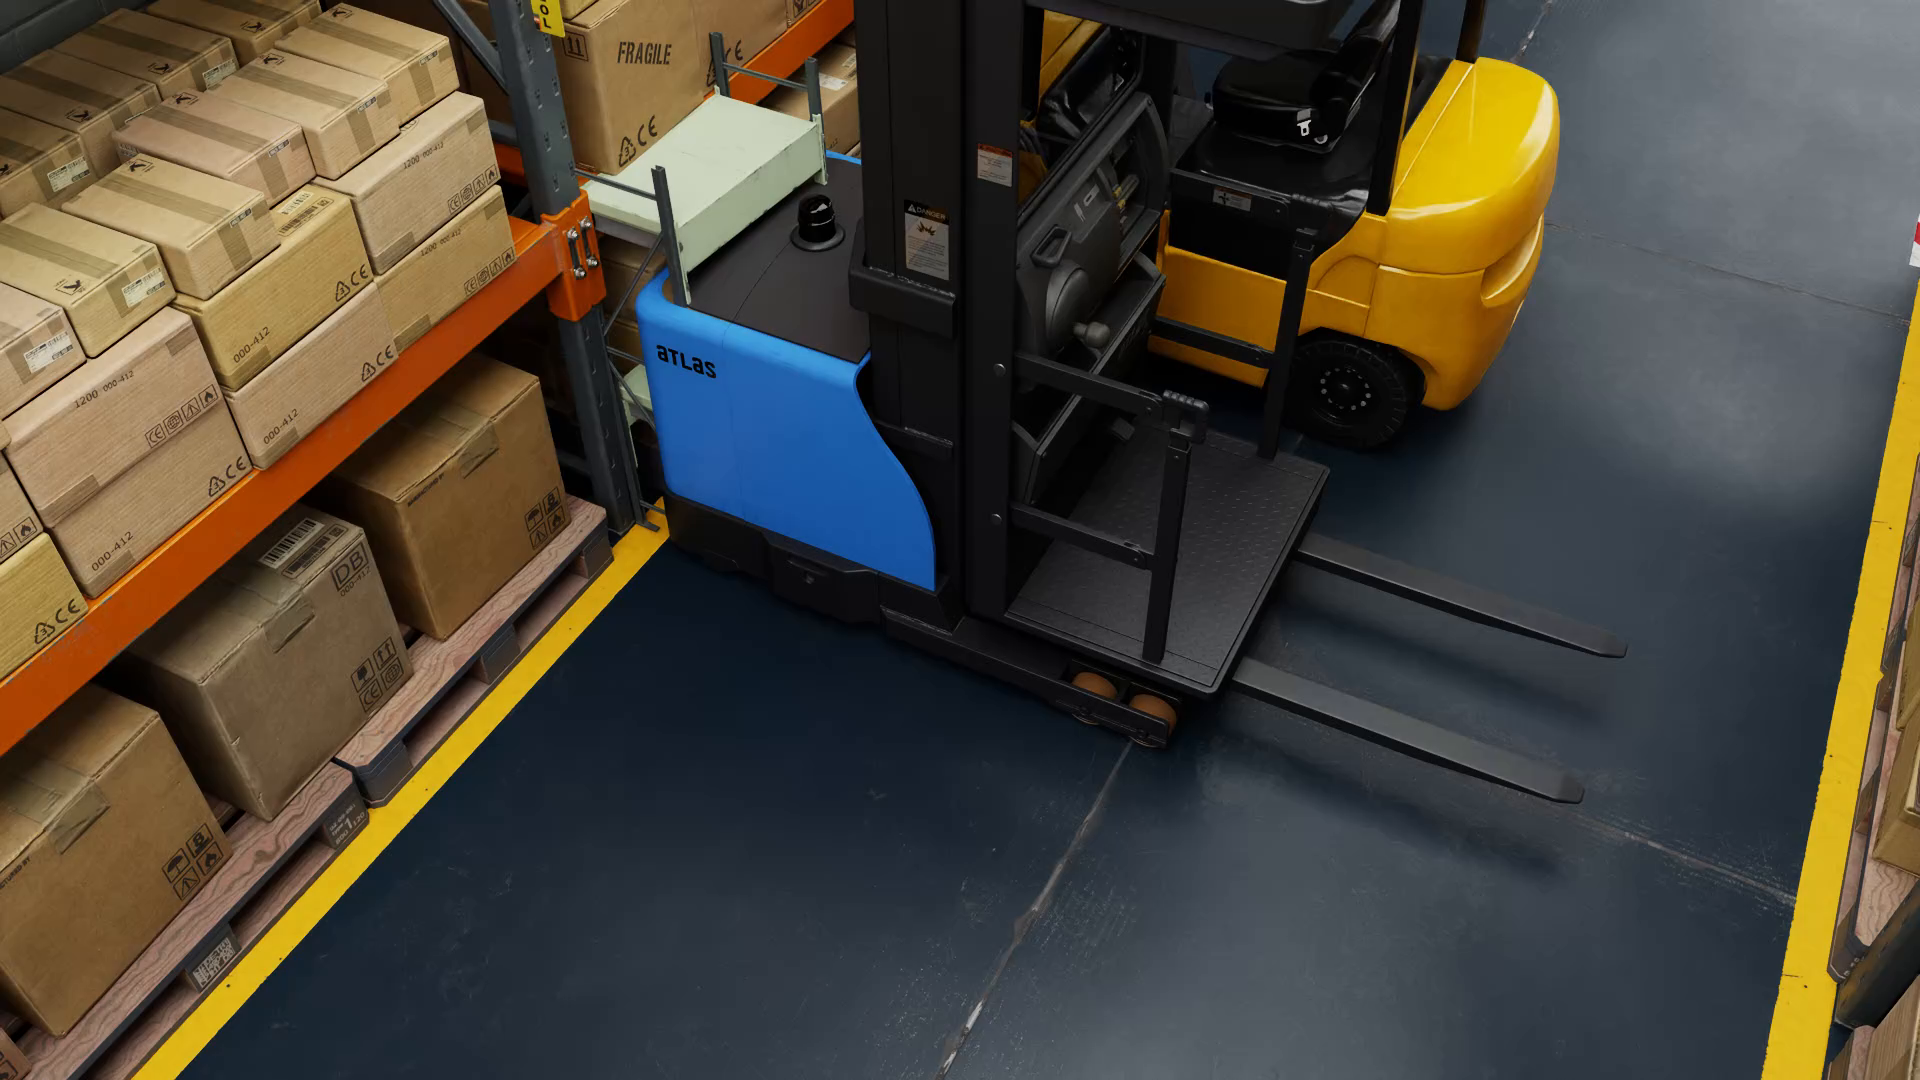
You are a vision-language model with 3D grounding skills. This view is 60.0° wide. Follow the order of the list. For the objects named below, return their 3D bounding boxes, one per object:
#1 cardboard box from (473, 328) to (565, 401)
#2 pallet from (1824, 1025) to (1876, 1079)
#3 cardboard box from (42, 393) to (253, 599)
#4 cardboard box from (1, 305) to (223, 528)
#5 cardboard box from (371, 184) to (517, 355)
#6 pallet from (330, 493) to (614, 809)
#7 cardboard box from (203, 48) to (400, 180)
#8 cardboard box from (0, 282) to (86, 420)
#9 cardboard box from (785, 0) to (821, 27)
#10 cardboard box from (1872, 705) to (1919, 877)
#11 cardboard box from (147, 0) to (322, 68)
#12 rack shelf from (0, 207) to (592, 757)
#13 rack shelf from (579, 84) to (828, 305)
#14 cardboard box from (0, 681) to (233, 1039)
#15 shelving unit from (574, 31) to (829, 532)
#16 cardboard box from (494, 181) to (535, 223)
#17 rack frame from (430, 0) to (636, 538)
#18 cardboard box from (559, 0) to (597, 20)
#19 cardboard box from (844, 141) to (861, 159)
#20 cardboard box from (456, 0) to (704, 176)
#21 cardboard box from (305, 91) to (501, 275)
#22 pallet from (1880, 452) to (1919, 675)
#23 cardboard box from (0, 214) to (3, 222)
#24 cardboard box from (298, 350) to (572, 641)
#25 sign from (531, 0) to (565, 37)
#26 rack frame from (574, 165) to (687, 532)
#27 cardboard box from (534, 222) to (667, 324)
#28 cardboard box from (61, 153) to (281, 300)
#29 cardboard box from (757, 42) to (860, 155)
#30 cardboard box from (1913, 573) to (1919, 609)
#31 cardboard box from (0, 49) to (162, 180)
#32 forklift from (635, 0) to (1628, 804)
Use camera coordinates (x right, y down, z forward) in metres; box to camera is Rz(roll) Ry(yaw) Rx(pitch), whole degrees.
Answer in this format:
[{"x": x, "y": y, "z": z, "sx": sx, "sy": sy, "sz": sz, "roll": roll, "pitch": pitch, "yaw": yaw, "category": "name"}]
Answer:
[{"x": -1.537, "y": -0.819, "z": 6.089, "sx": 0.500, "sy": 0.250, "sz": 0.500, "roll": 21, "pitch": 49, "yaw": 19, "category": "cardboard box"}, {"x": 2.455, "y": 1.842, "z": 3.781, "sx": 1.003, "sy": 0.211, "sz": 1.213, "roll": 20, "pitch": 49, "yaw": 19, "category": "pallet"}, {"x": -2.072, "y": -0.188, "z": 3.932, "sx": 0.500, "sy": 0.250, "sz": 0.500, "roll": 21, "pitch": 49, "yaw": 19, "category": "cardboard box"}, {"x": -2.060, "y": -0.348, "z": 3.739, "sx": 0.500, "sy": 0.250, "sz": 0.500, "roll": 21, "pitch": 49, "yaw": 20, "category": "cardboard box"}, {"x": -1.586, "y": -0.809, "z": 4.546, "sx": 0.500, "sy": 0.250, "sz": 0.500, "roll": 22, "pitch": 49, "yaw": 20, "category": "cardboard box"}, {"x": -1.891, "y": 0.192, "z": 5.412, "sx": 1.003, "sy": 0.211, "sz": 1.213, "roll": 20, "pitch": 49, "yaw": 19, "category": "pallet"}, {"x": -1.649, "y": -1.072, "z": 4.174, "sx": 0.380, "sy": 0.149, "sz": 0.250, "roll": 20, "pitch": 49, "yaw": 18, "category": "cardboard box"}, {"x": -2.112, "y": -0.426, "z": 3.535, "sx": 0.380, "sy": 0.149, "sz": 0.250, "roll": 21, "pitch": 49, "yaw": 19, "category": "cardboard box"}, {"x": -0.685, "y": -2.147, "z": 5.693, "sx": 0.500, "sy": 0.500, "sz": 0.500, "roll": 20, "pitch": 49, "yaw": 19, "category": "cardboard box"}, {"x": 2.851, "y": 0.729, "z": 4.559, "sx": 0.500, "sy": 0.250, "sz": 0.500, "roll": 23, "pitch": 50, "yaw": 21, "category": "cardboard box"}, {"x": -1.937, "y": -1.378, "z": 4.477, "sx": 0.380, "sy": 0.149, "sz": 0.250, "roll": 19, "pitch": 48, "yaw": 18, "category": "cardboard box"}, {"x": -2.512, "y": 0.247, "z": 3.903, "sx": 1.077, "sy": 0.370, "sz": 4.000, "roll": 20, "pitch": 49, "yaw": 19, "category": "rack shelf"}, {"x": -0.792, "y": -1.048, "z": 5.163, "sx": 0.431, "sy": 0.370, "sz": 0.720, "roll": 22, "pitch": 48, "yaw": 24, "category": "rack shelf"}, {"x": -2.530, "y": 0.714, "z": 4.309, "sx": 0.875, "sy": 0.625, "sz": 0.625, "roll": 19, "pitch": 48, "yaw": 17, "category": "cardboard box"}, {"x": -0.781, "y": -0.762, "z": 5.428, "sx": 0.431, "sy": 1.500, "sz": 0.755, "roll": 22, "pitch": 48, "yaw": 24, "category": "shelving unit"}, {"x": -1.526, "y": -1.172, "z": 5.734, "sx": 0.500, "sy": 0.250, "sz": 0.500, "roll": 21, "pitch": 49, "yaw": 20, "category": "cardboard box"}, {"x": -1.584, "y": -1.266, "z": 4.892, "sx": 1.000, "sy": 3.000, "sz": 0.127, "roll": 20, "pitch": 49, "yaw": 19, "category": "rack frame"}, {"x": -1.203, "y": -1.643, "z": 4.738, "sx": 0.380, "sy": 0.149, "sz": 0.250, "roll": 20, "pitch": 49, "yaw": 18, "category": "cardboard box"}, {"x": -0.610, "y": -1.456, "z": 6.367, "sx": 0.500, "sy": 0.250, "sz": 0.500, "roll": 20, "pitch": 49, "yaw": 19, "category": "cardboard box"}, {"x": -1.146, "y": -1.494, "z": 5.047, "sx": 0.500, "sy": 0.500, "sz": 0.500, "roll": 19, "pitch": 48, "yaw": 18, "category": "cardboard box"}, {"x": -1.585, "y": -0.995, "z": 4.378, "sx": 0.500, "sy": 0.250, "sz": 0.500, "roll": 19, "pitch": 48, "yaw": 18, "category": "cardboard box"}, {"x": 3.660, "y": 0.145, "z": 5.458, "sx": 1.003, "sy": 0.211, "sz": 1.213, "roll": 20, "pitch": 49, "yaw": 19, "category": "pallet"}, {"x": -2.463, "y": -0.753, "z": 3.859, "sx": 0.380, "sy": 0.149, "sz": 0.250, "roll": 20, "pitch": 49, "yaw": 19, "category": "cardboard box"}, {"x": -1.816, "y": -0.246, "z": 5.259, "sx": 0.875, "sy": 0.625, "sz": 0.625, "roll": 23, "pitch": 50, "yaw": 21, "category": "cardboard box"}, {"x": -1.098, "y": -1.472, "z": 4.337, "sx": 0.100, "sy": 0.325, "sz": 0.005, "roll": 20, "pitch": 49, "yaw": 19, "category": "sign"}, {"x": -0.973, "y": -0.546, "z": 5.204, "sx": 0.400, "sy": 1.500, "sz": 0.023, "roll": 22, "pitch": 48, "yaw": 24, "category": "rack frame"}, {"x": -1.081, "y": -0.999, "z": 5.564, "sx": 0.500, "sy": 0.250, "sz": 0.500, "roll": 20, "pitch": 49, "yaw": 18, "category": "cardboard box"}, {"x": -1.814, "y": -0.725, "z": 3.832, "sx": 0.380, "sy": 0.149, "sz": 0.250, "roll": 19, "pitch": 48, "yaw": 18, "category": "cardboard box"}, {"x": -0.614, "y": -1.635, "z": 6.192, "sx": 0.500, "sy": 0.250, "sz": 0.500, "roll": 22, "pitch": 49, "yaw": 20, "category": "cardboard box"}, {"x": 3.330, "y": 0.071, "z": 5.209, "sx": 0.500, "sy": 0.250, "sz": 0.500, "roll": 21, "pitch": 49, "yaw": 20, "category": "cardboard box"}, {"x": -2.224, "y": -1.069, "z": 4.172, "sx": 0.380, "sy": 0.149, "sz": 0.250, "roll": 20, "pitch": 49, "yaw": 19, "category": "cardboard box"}, {"x": 0.556, "y": -0.829, "z": 4.508, "sx": 3.031, "sy": 2.935, "sz": 1.130, "roll": 20, "pitch": 49, "yaw": 19, "category": "forklift"}]
